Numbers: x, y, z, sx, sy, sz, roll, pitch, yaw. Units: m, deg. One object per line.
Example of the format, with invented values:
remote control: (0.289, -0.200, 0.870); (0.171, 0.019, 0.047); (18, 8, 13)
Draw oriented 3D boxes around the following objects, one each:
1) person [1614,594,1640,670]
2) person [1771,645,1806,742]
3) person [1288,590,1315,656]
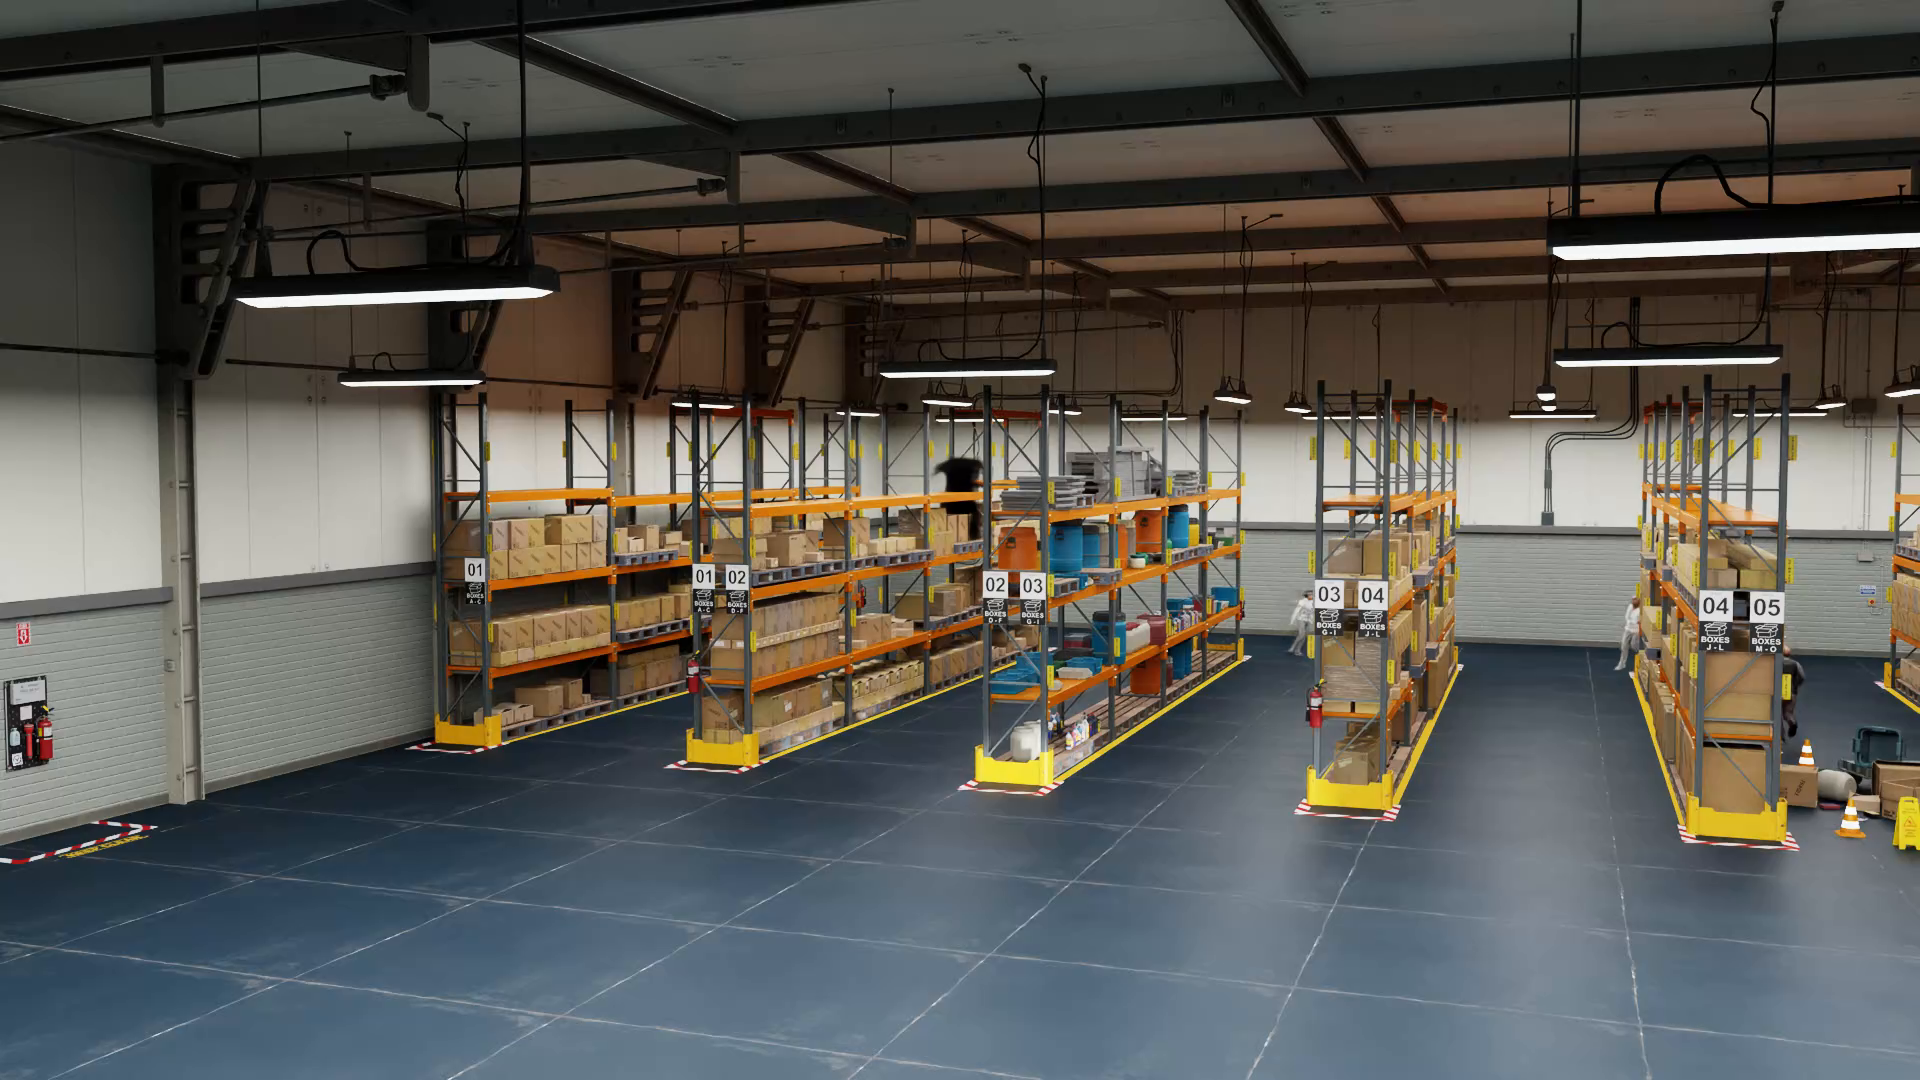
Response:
person: (15.499, 2.111, 38.073); (0.914, 1.776, 0.720); (-1, 3, -19)
person: (14.149, 2.654, 28.528); (0.669, 1.678, 0.696); (1, 3, 12)
person: (8.434, 2.034, 40.814); (0.630, 1.654, 0.497); (-2, 4, -36)
